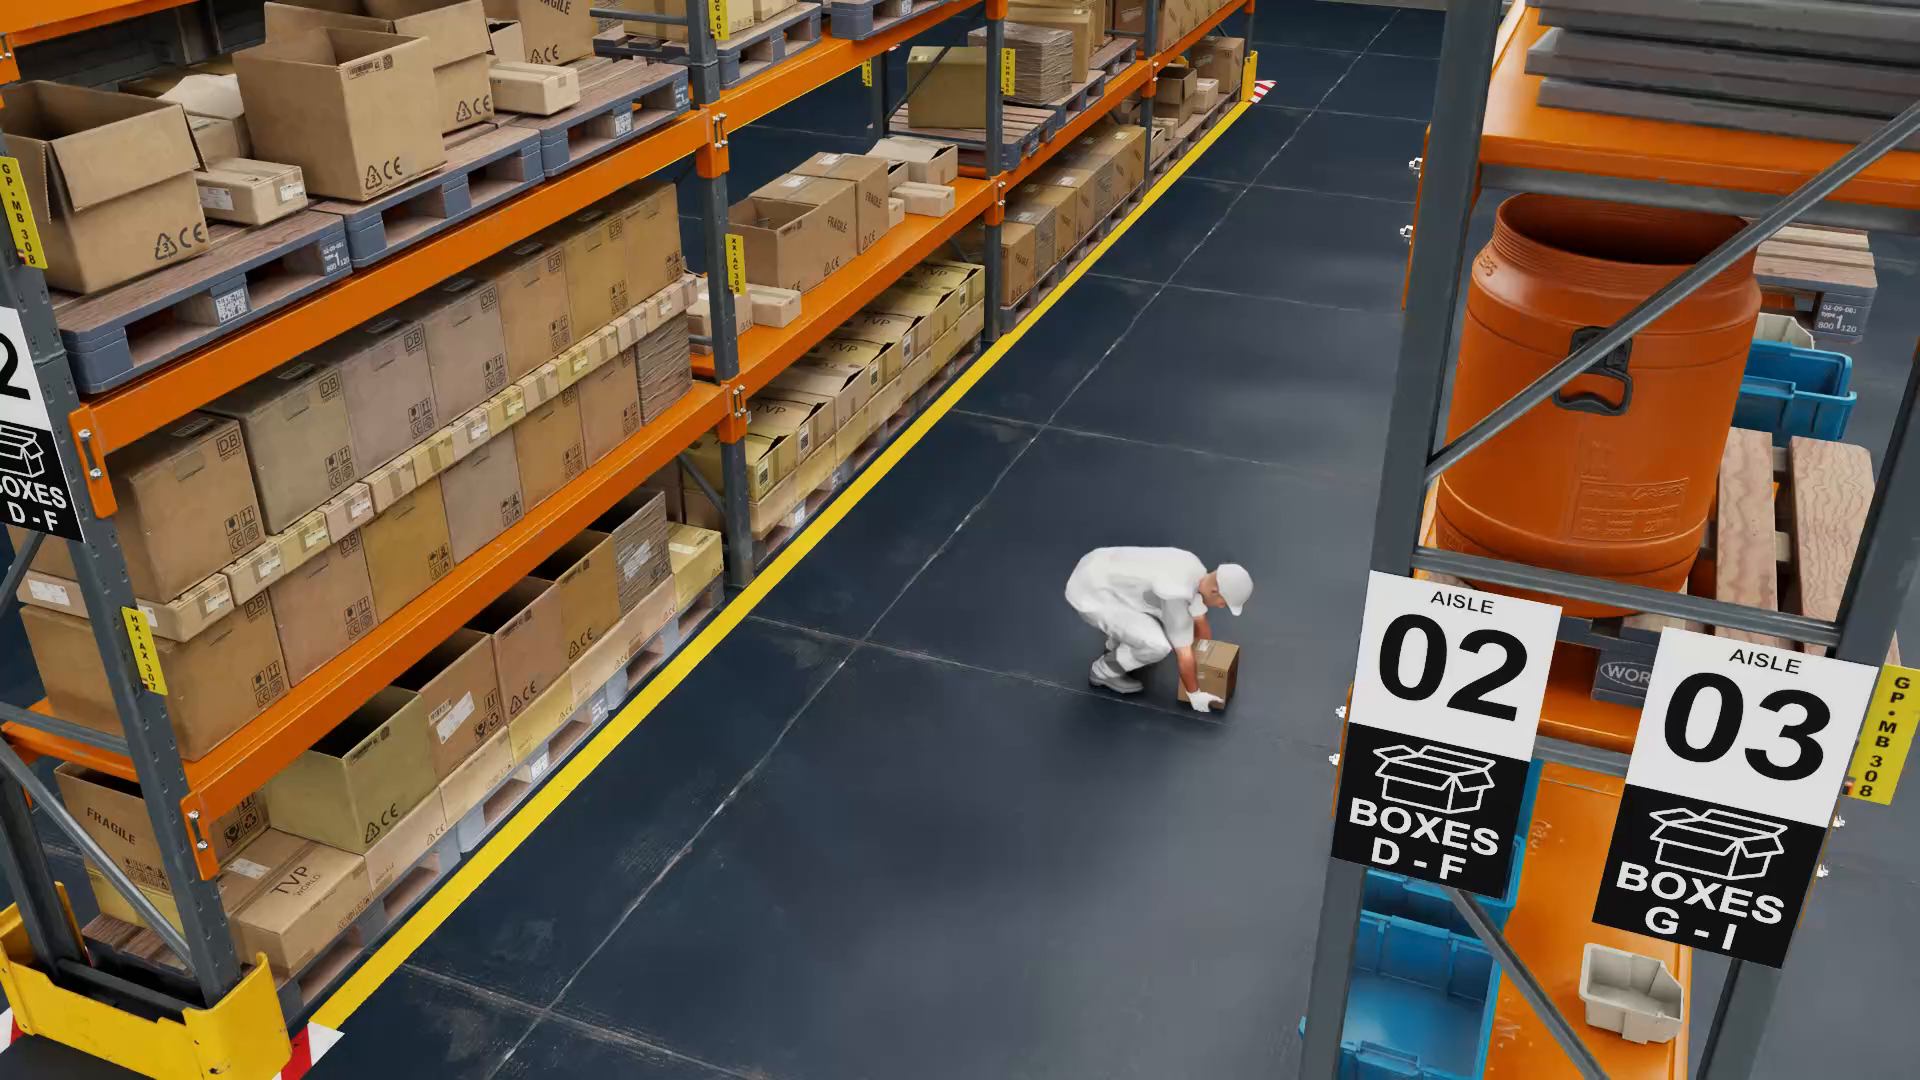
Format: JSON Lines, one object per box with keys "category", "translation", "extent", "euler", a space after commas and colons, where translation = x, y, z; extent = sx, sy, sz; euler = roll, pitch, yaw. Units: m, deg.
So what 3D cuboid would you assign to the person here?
{"category": "person", "translation": [1.028, 0.411, 8.689], "extent": [0.955, 0.771, 0.523], "euler": [11, 31, 18]}
